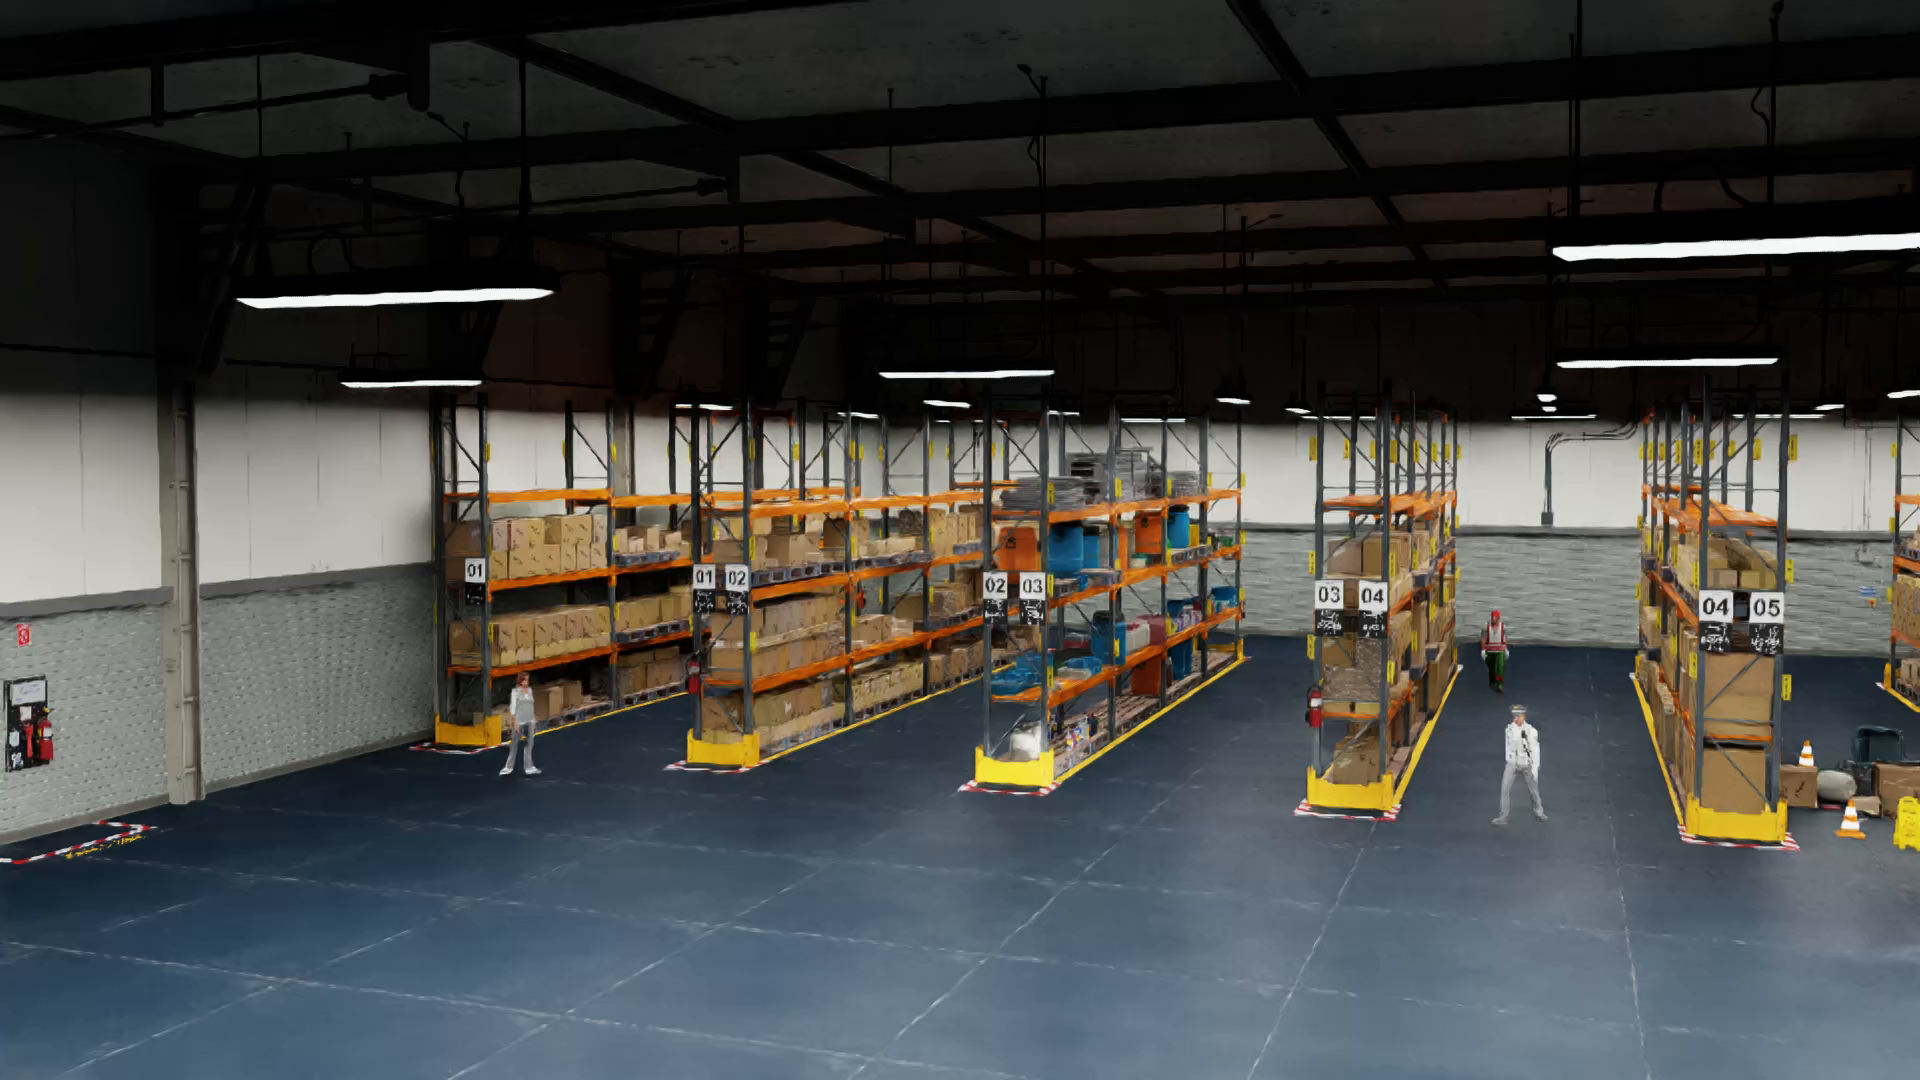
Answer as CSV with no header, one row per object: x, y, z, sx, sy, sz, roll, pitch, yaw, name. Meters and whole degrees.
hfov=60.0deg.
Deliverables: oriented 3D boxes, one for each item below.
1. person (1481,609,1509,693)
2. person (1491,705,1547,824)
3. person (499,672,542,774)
11.122,2.291,34.590,0.553,1.709,1.123,1,3,21,person
7.549,3.002,22.340,0.520,1.621,0.943,3,4,42,person
-6.826,2.833,25.747,0.592,1.596,0.398,-3,4,-43,person
